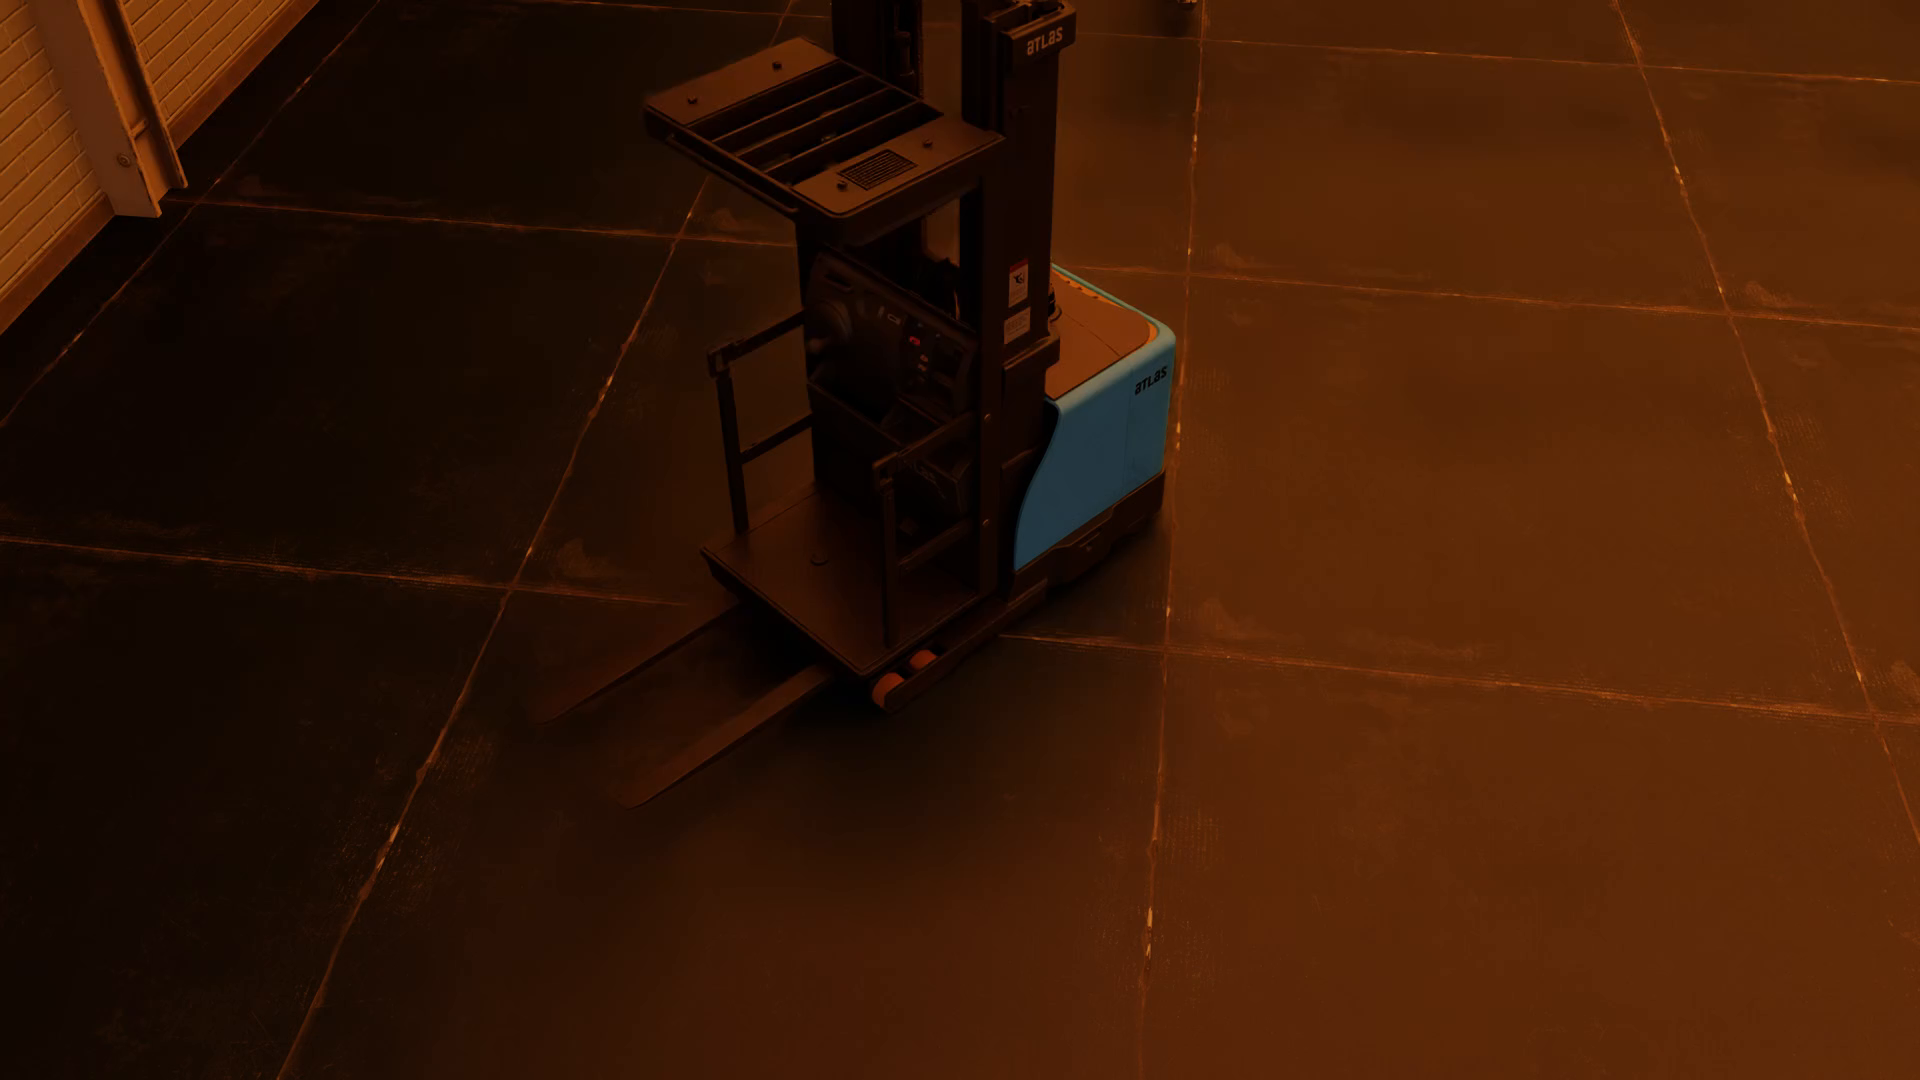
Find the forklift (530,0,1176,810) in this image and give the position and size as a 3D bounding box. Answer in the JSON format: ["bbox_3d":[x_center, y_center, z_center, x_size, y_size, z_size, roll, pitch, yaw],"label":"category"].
[{"bbox_3d":[-0.439,-0.747,6.538,3.031,2.935,1.130,-33,52,-31],"label":"forklift"}]

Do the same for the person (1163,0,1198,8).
[{"bbox_3d":[1.516,-4.521,11.554,0.650,1.709,0.736,5,43,5],"label":"person"}]
